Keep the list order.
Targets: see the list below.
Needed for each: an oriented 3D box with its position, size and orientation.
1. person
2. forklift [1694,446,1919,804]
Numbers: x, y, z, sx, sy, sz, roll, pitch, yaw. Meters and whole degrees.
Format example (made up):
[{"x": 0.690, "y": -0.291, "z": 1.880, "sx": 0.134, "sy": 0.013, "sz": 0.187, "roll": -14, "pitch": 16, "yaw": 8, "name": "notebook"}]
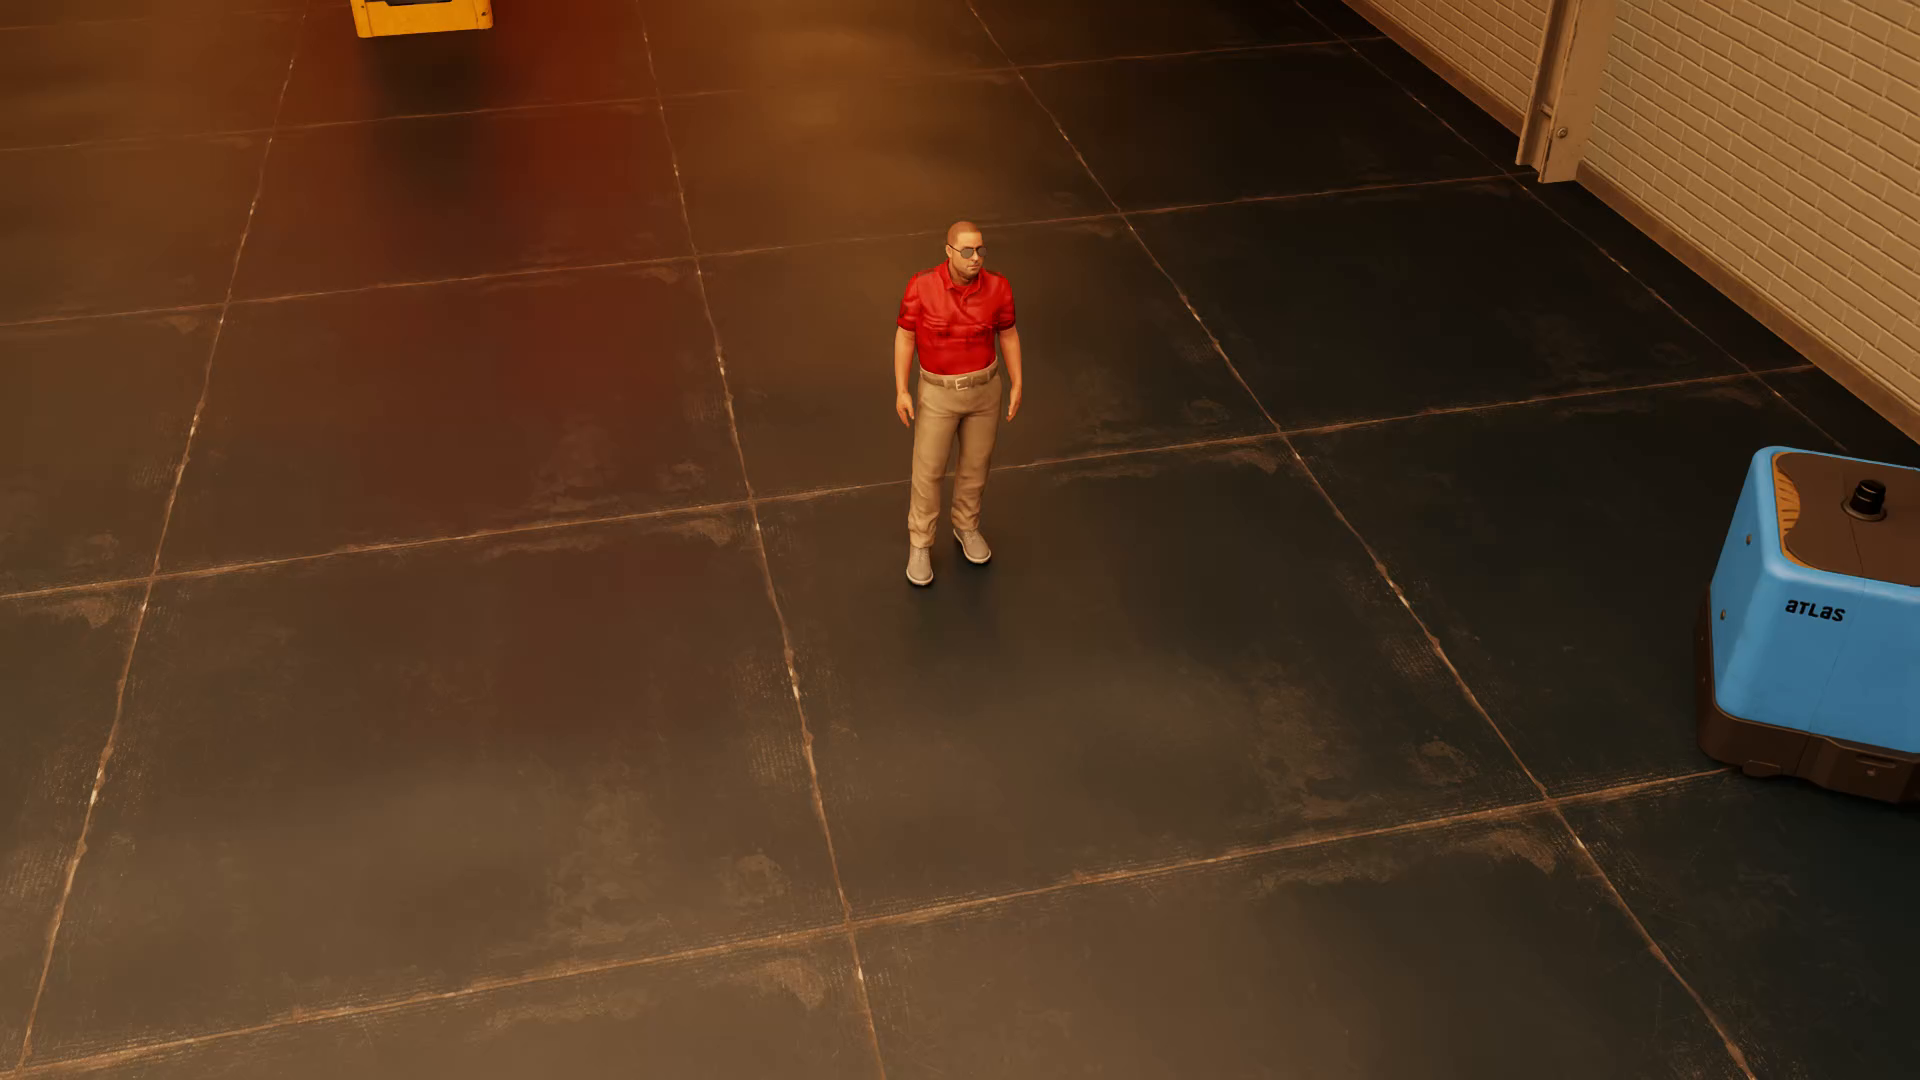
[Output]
[{"x": 0.009, "y": -0.656, "z": 7.976, "sx": 0.641, "sy": 1.728, "sz": 0.550, "roll": -8, "pitch": 36, "yaw": -11, "name": "person"}, {"x": 4.774, "y": -0.207, "z": 6.338, "sx": 3.031, "sy": 2.935, "sz": 1.130, "roll": 11, "pitch": 37, "yaw": 15, "name": "forklift"}]
